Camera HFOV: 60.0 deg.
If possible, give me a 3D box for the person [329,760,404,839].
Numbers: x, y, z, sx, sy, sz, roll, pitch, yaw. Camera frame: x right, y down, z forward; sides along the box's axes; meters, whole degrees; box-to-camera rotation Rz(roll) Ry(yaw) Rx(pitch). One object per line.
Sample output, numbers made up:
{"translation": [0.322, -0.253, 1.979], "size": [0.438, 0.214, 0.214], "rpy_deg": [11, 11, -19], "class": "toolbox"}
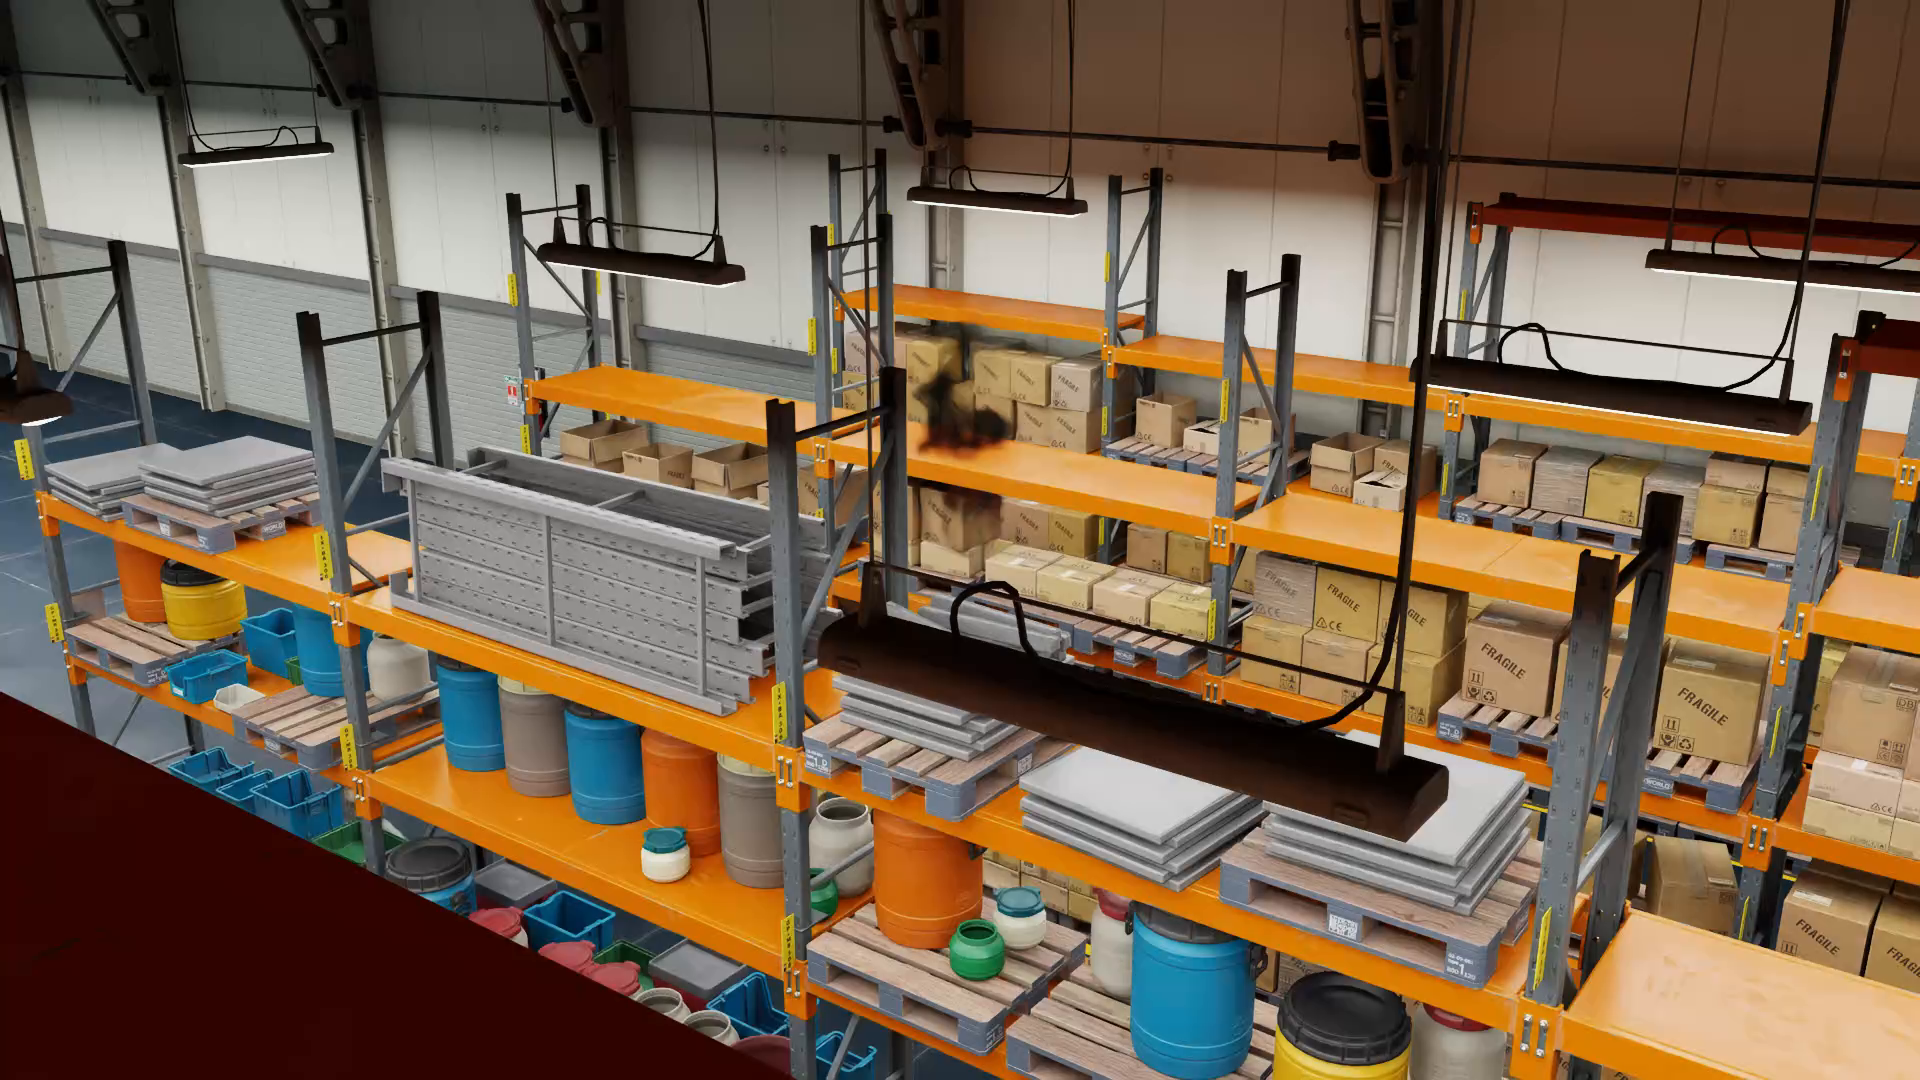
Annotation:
{"translation": [-5.459, 2.351, 15.364], "size": [0.585, 1.745, 0.699], "rpy_deg": [12, 22, 32], "class": "person"}
